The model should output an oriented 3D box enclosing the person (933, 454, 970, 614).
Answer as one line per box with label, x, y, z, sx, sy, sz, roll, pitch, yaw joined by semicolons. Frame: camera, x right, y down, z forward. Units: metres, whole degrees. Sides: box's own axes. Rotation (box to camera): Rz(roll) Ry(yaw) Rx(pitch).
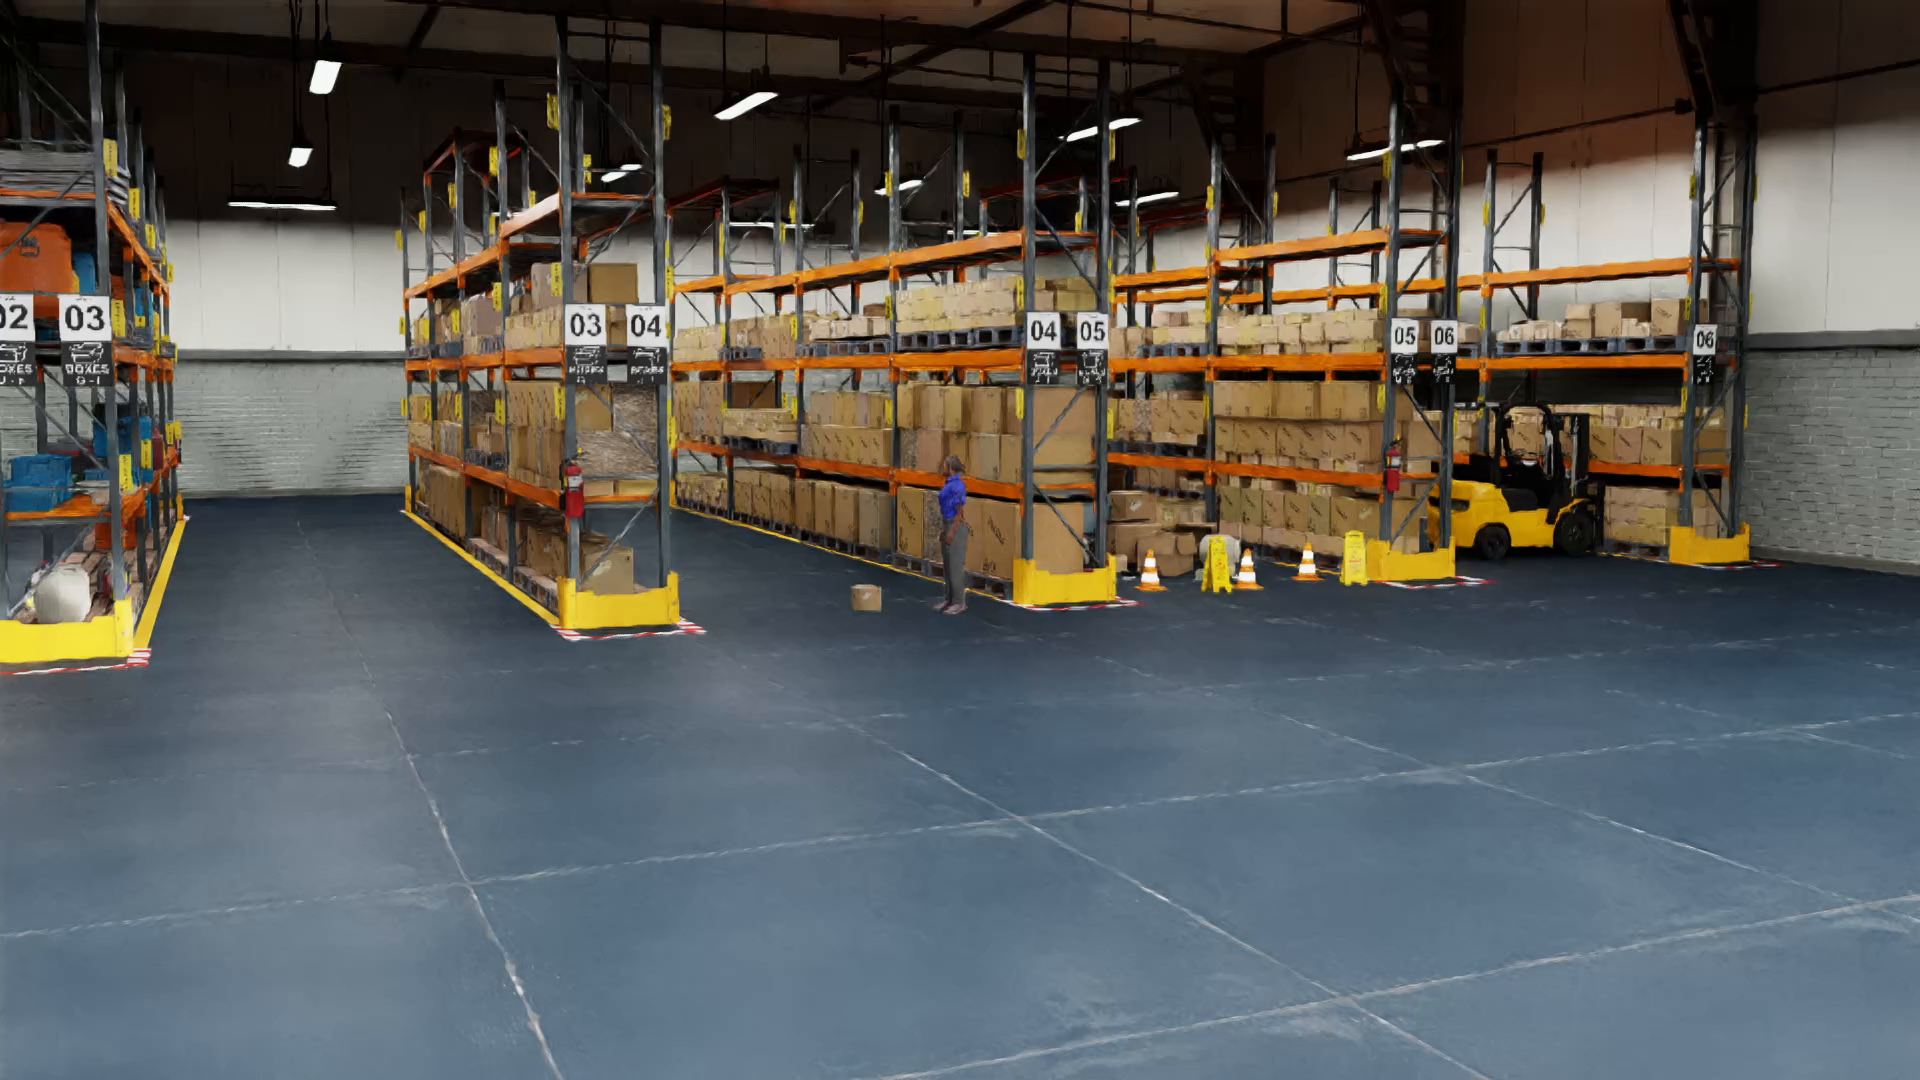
person;-0.096;-0.066;17.662;0.374;1.700;0.500;-1;6;-12
